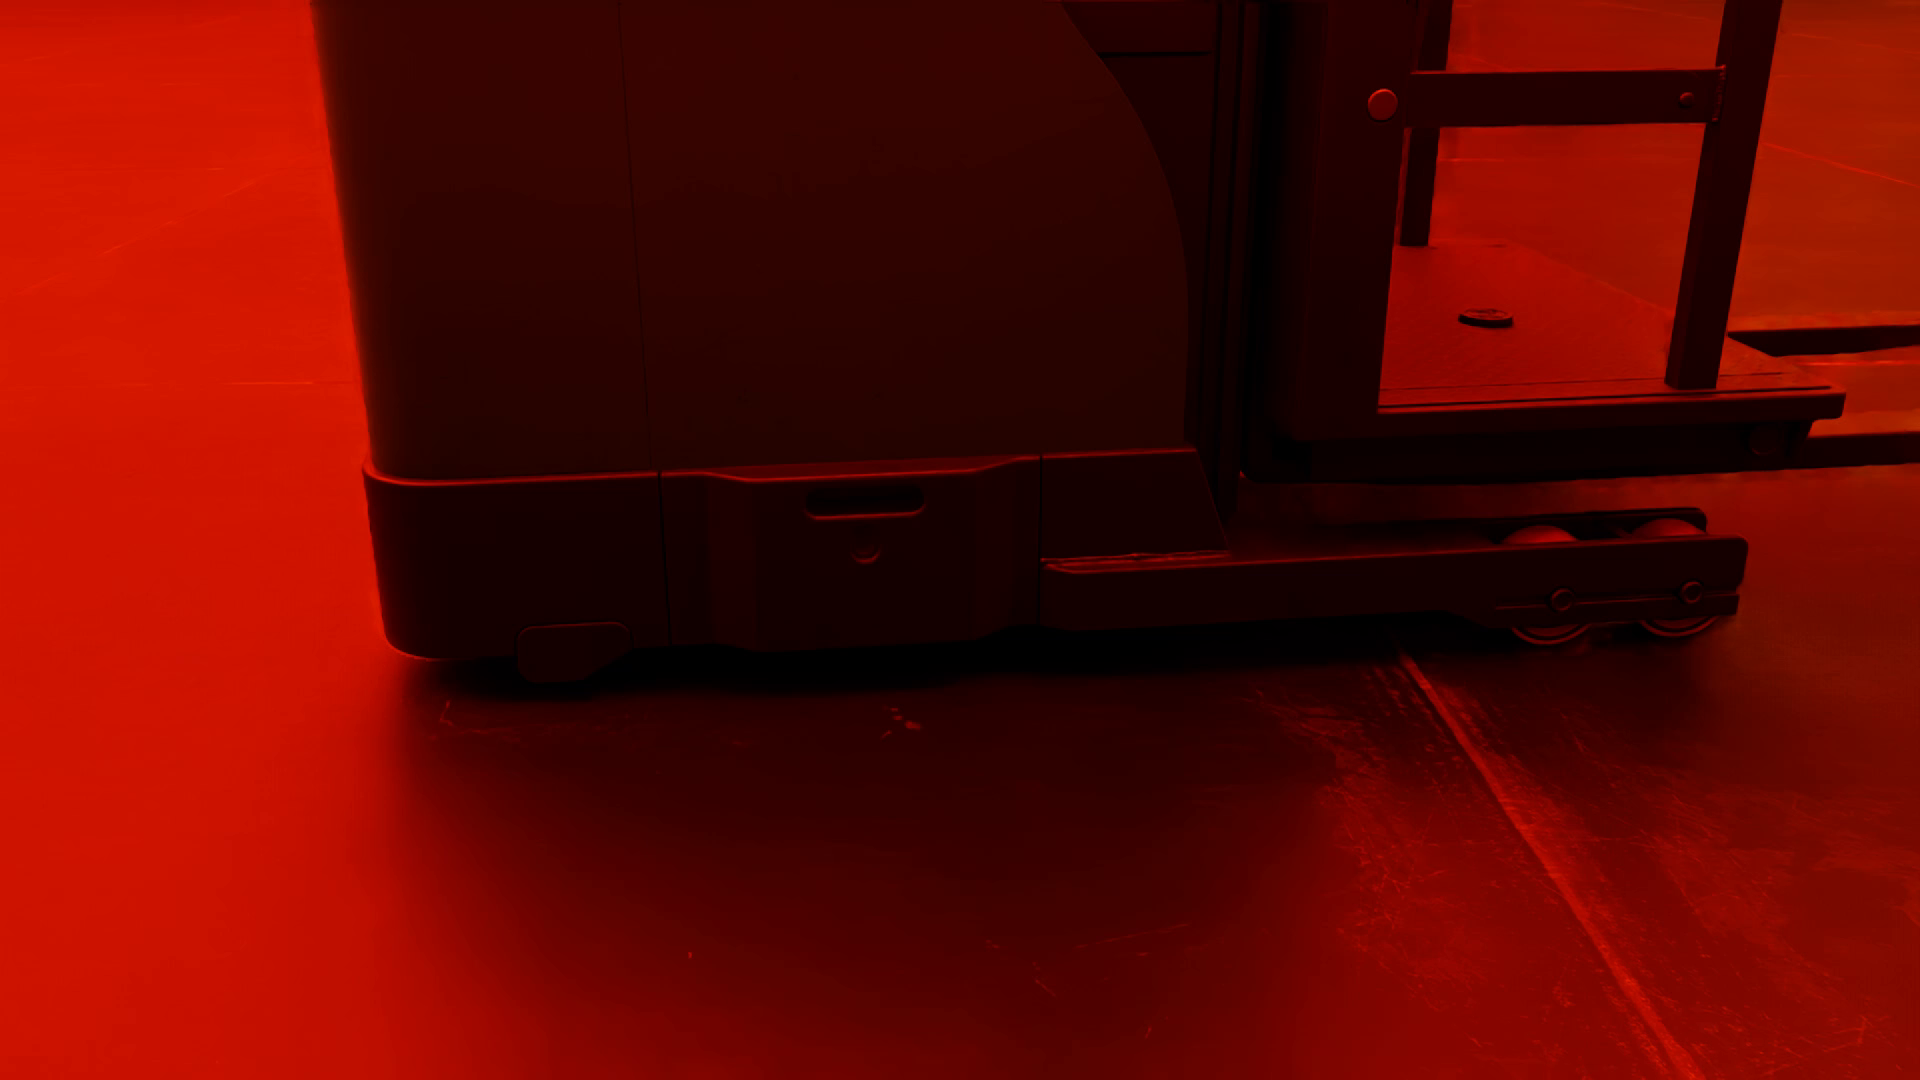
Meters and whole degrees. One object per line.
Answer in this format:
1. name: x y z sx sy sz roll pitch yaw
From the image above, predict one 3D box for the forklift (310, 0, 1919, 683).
1. forklift: 0.673 -1.404 2.303 3.031 2.935 1.130 -3 22 -7
